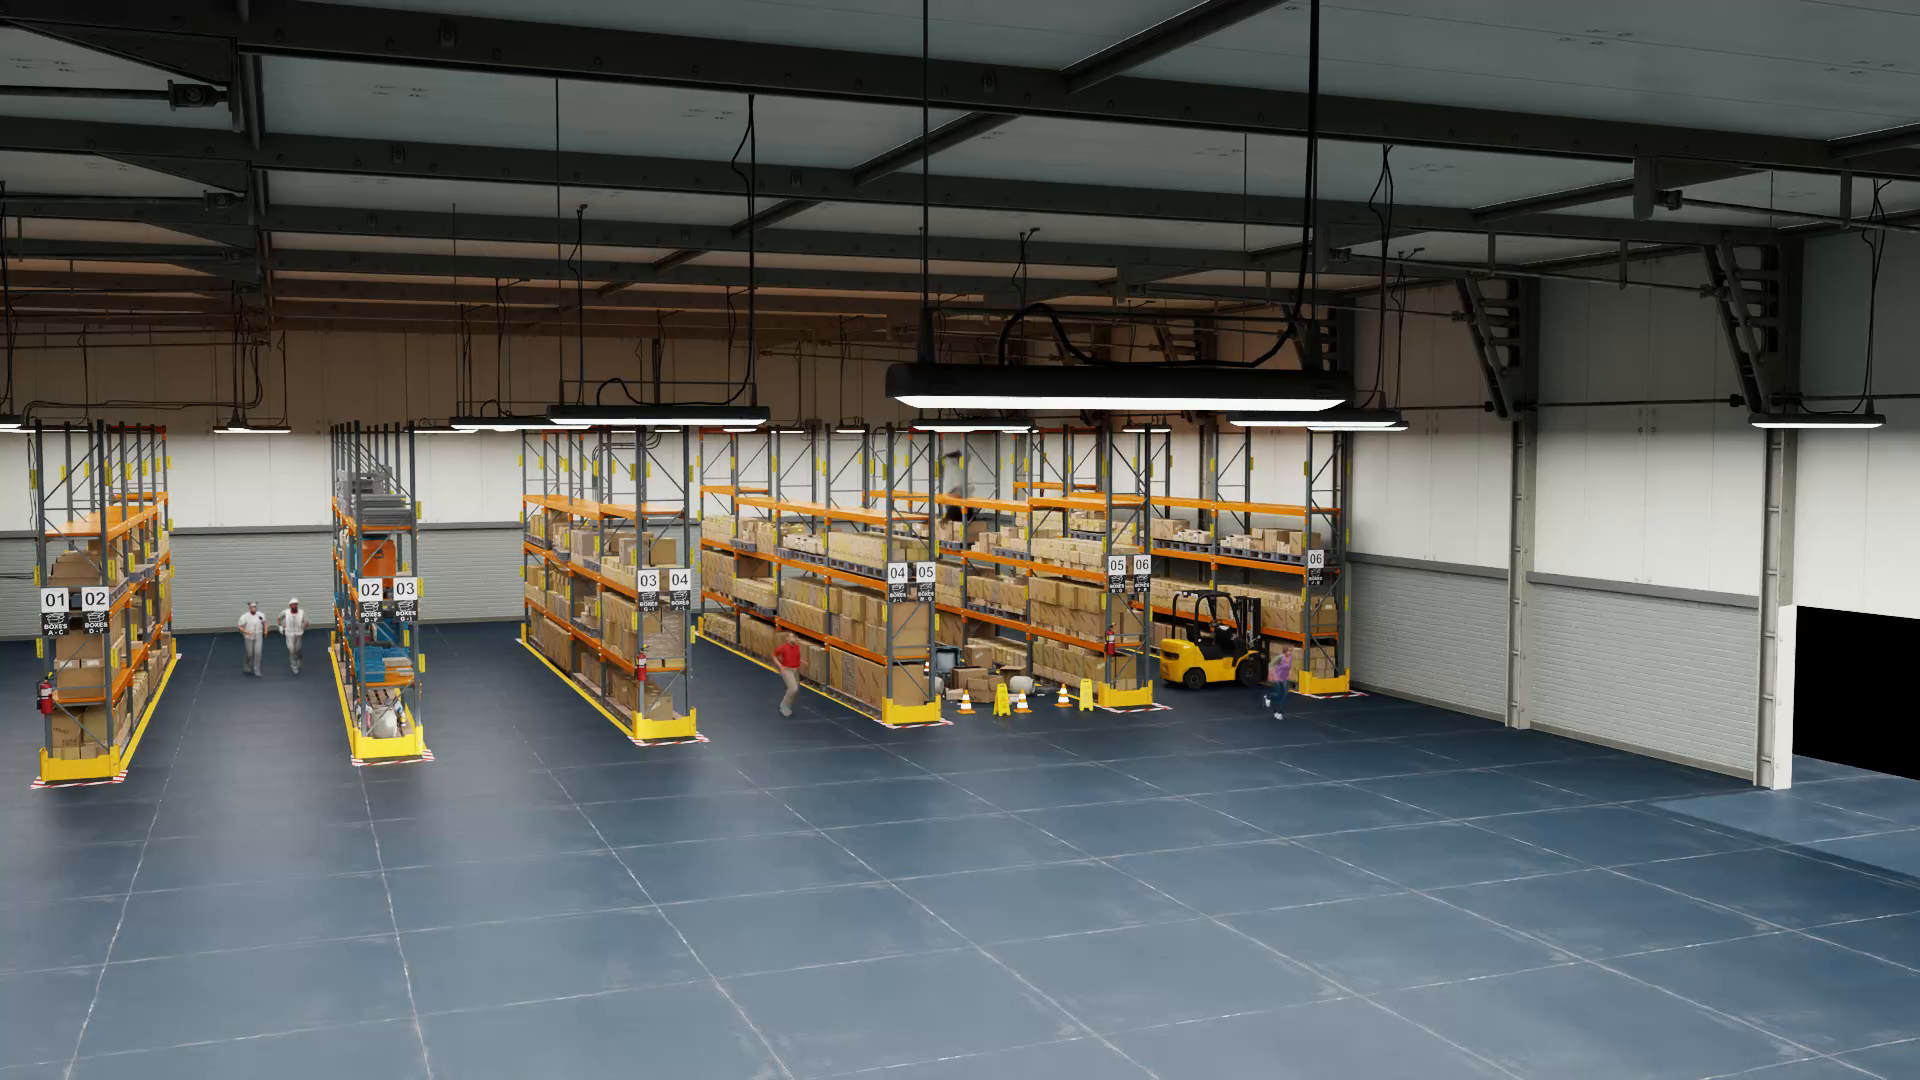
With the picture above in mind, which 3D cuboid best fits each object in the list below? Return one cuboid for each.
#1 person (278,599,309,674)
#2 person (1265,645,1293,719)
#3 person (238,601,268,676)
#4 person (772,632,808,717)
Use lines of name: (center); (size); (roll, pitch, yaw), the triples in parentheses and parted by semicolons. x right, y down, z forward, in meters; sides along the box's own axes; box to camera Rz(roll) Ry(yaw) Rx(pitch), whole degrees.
person: (-16.148, 2.312, 40.311); (0.692, 1.781, 0.996); (-2, 4, -28)
person: (6.480, 2.866, 33.838); (0.520, 1.538, 0.722); (-2, 4, -34)
person: (-16.982, 2.349, 39.971); (0.688, 1.787, 0.817); (-2, 4, -34)
person: (-3.445, 2.753, 34.032); (0.688, 1.734, 0.634); (3, 4, 36)
